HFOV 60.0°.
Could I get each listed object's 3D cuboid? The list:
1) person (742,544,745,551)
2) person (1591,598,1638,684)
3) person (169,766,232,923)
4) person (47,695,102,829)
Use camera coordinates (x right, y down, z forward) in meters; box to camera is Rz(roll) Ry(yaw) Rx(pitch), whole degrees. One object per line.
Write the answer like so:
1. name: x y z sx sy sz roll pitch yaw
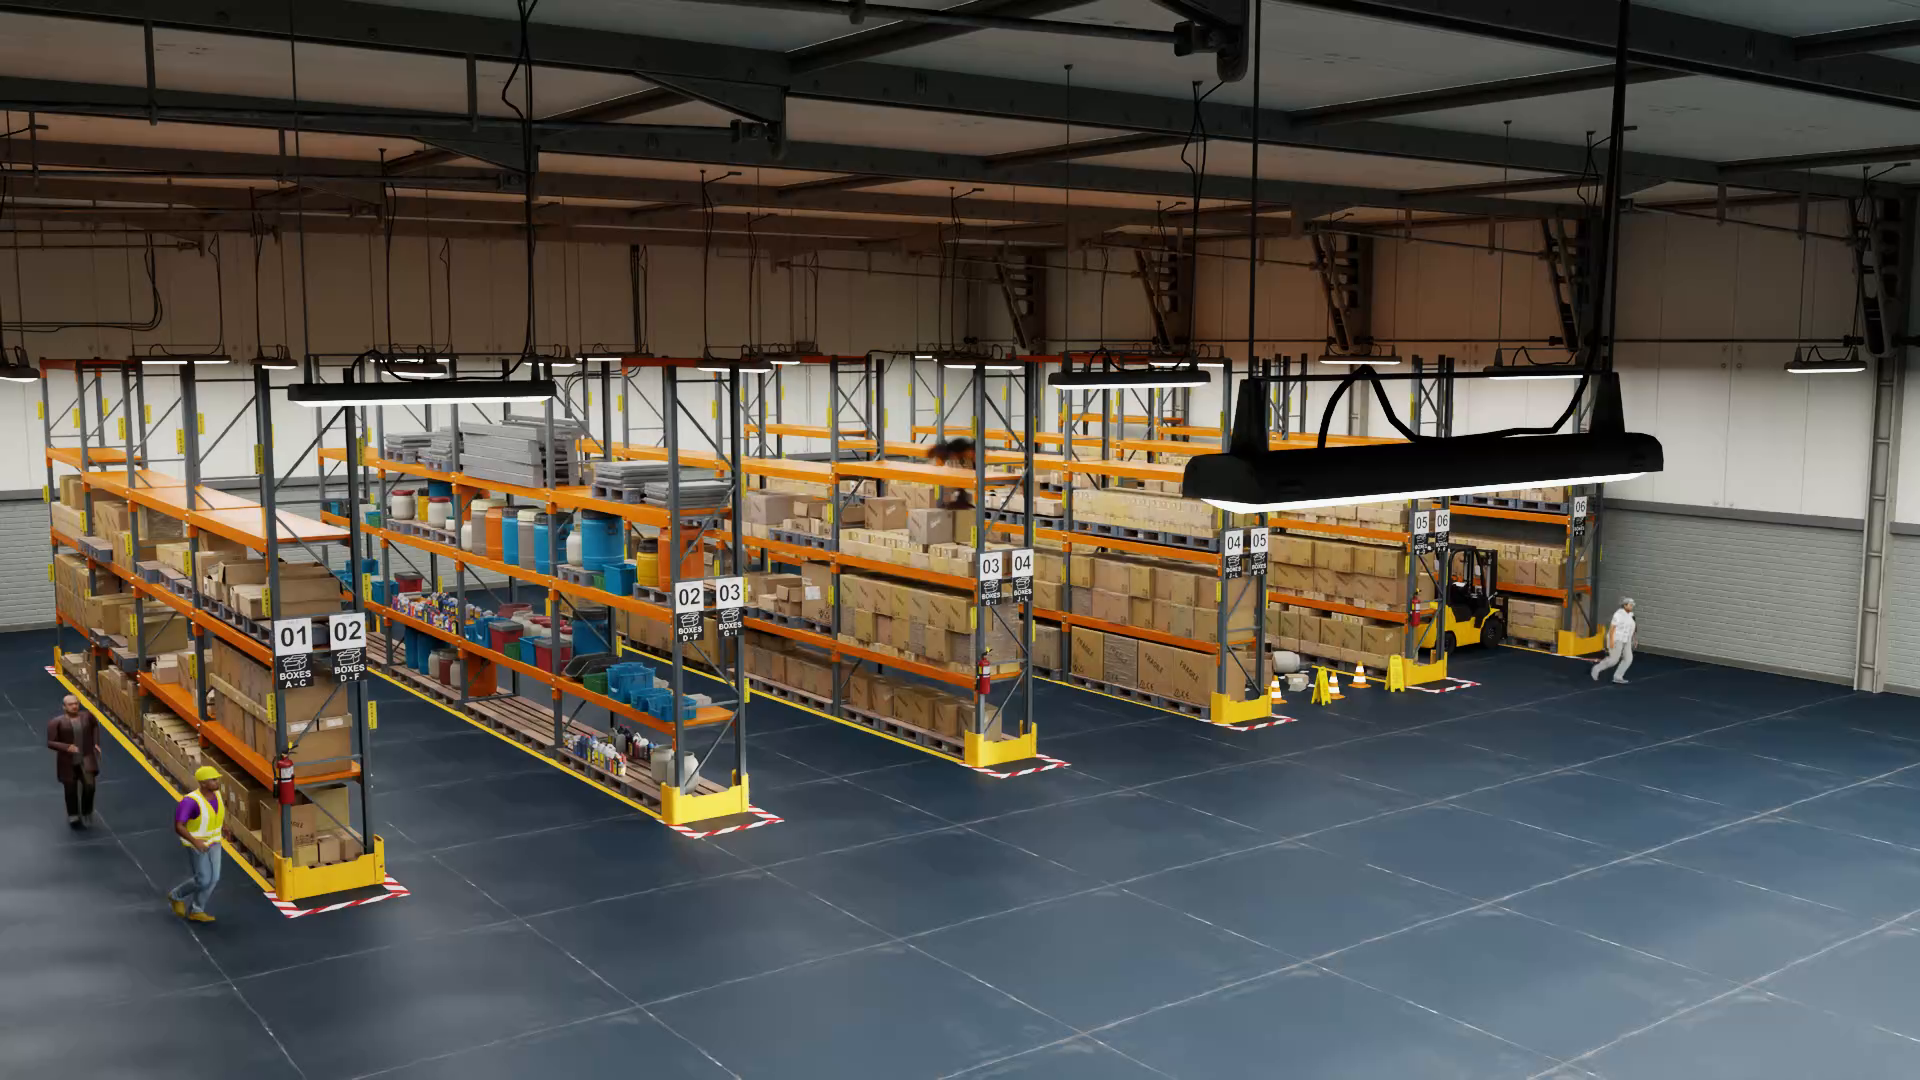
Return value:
1. person: -5.539 0.440 42.001 0.601 1.736 0.819 3 7 22
2. person: 12.127 1.849 30.746 0.700 1.600 0.672 -5 8 -33
3. person: -8.340 3.312 18.226 0.641 1.724 0.727 3 7 20
4. person: -11.449 2.878 21.536 0.652 1.780 0.849 -5 8 -36
